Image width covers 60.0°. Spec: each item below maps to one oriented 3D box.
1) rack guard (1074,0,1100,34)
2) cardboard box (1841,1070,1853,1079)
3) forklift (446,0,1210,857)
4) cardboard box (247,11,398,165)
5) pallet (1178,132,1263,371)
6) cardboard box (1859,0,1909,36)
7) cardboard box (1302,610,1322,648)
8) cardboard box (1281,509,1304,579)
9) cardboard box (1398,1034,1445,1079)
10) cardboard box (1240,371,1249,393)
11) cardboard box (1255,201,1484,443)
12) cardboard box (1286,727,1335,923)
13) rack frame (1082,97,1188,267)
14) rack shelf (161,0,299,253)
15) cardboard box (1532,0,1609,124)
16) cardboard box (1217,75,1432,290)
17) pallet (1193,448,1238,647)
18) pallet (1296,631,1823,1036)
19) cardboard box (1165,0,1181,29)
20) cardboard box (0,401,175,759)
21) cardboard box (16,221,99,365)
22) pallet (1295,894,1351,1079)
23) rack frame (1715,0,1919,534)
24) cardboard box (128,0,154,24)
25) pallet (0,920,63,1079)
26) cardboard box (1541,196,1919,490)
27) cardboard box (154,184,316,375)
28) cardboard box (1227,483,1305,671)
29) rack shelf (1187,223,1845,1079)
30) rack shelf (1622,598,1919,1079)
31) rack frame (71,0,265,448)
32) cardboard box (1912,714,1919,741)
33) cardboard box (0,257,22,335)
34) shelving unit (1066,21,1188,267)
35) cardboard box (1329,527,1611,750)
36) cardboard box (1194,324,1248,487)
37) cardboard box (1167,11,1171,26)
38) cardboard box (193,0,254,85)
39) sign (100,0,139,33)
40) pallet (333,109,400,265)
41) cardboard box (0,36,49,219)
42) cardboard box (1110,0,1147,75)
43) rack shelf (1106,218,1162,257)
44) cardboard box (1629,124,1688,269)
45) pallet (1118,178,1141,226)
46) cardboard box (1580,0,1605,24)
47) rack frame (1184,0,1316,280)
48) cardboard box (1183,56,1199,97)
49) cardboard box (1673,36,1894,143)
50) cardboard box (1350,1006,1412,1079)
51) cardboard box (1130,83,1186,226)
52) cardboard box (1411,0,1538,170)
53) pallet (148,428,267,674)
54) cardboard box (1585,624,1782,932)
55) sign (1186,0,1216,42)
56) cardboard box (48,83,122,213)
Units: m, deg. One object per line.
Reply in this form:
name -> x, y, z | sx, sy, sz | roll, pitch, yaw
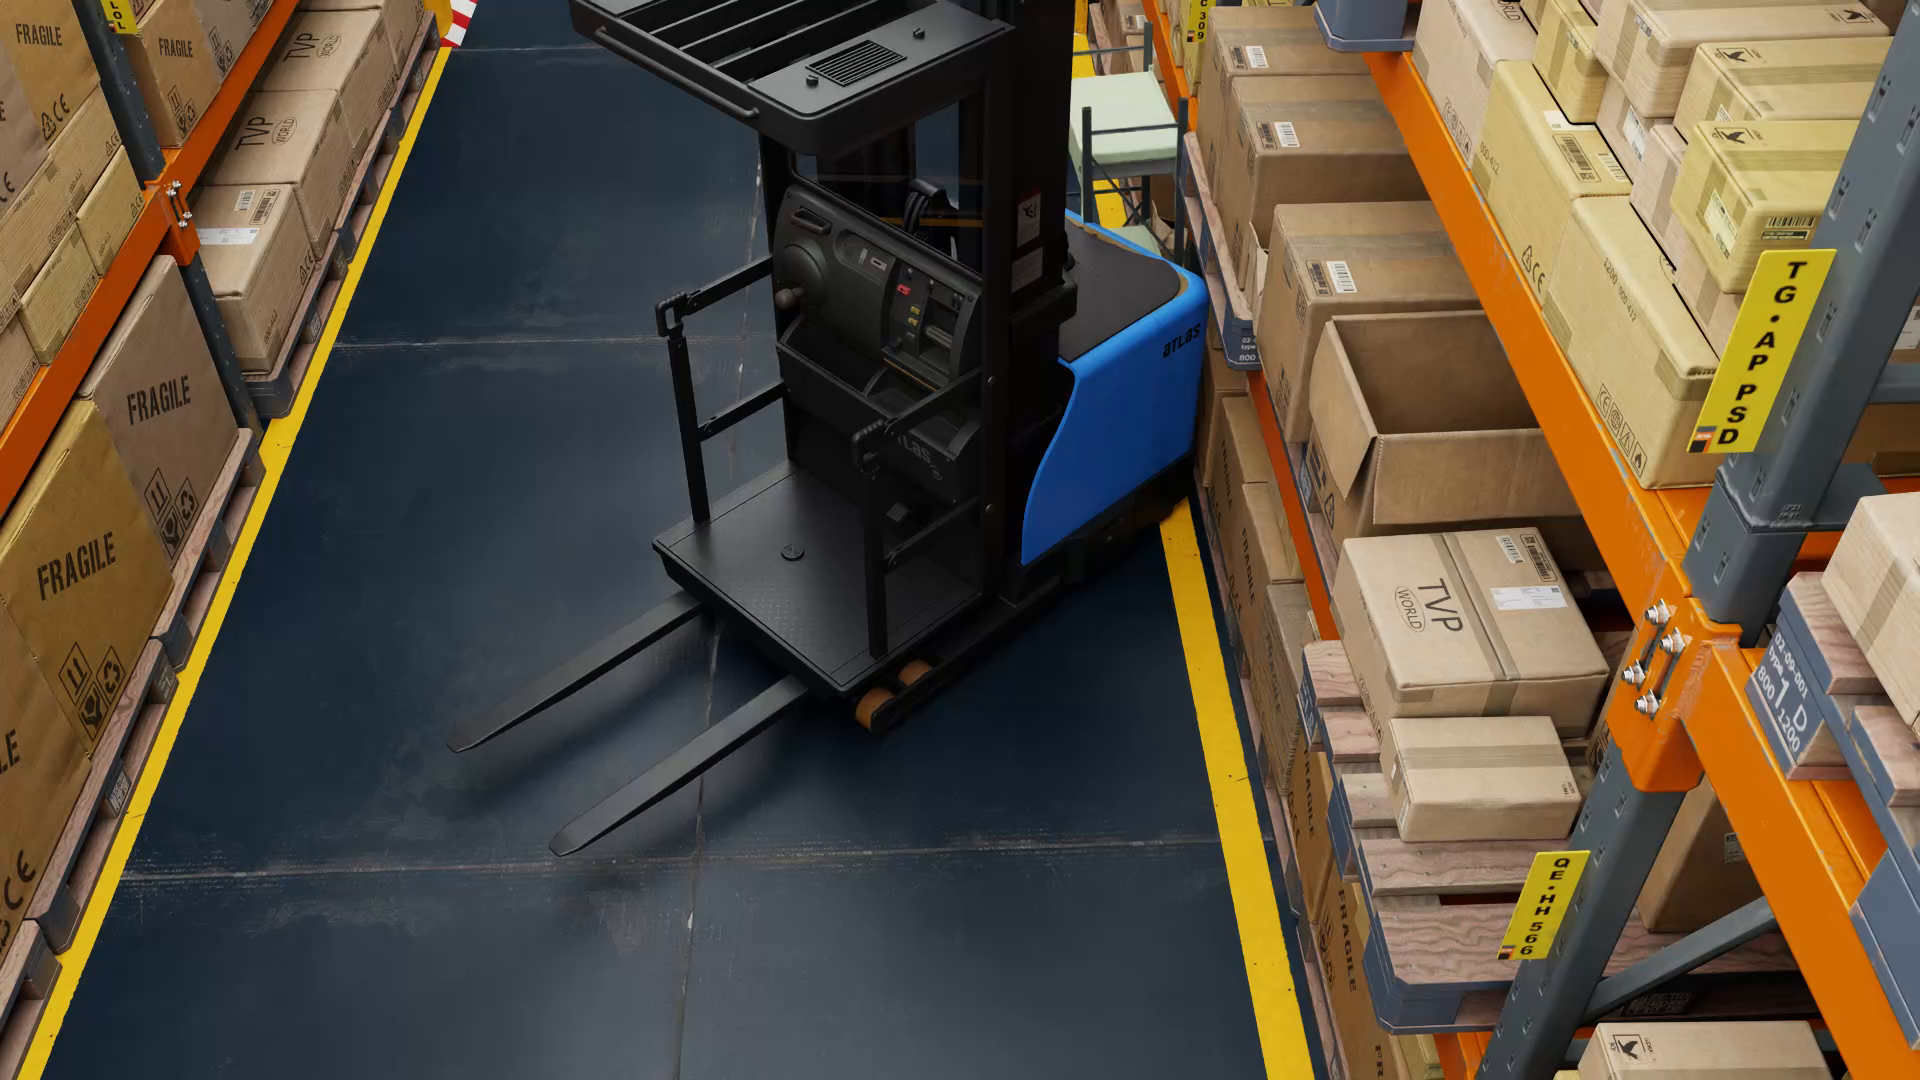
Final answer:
rack guard -> 1.261, -3.388, 10.076 | 1.175, 0.500, 0.348 | -2, 43, -2
cardboard box -> 1.894, 1.206, 2.955 | 0.500, 0.250, 0.500 | -1, 43, -1
forklift -> -0.443, -0.784, 5.436 | 3.031, 2.935, 1.130 | -34, 52, -31
cardboard box -> -3.527, -2.366, 8.697 | 0.875, 0.438, 0.875 | -1, 43, -1
pallet -> 1.352, -1.047, 5.815 | 1.003, 0.211, 1.213 | -2, 43, -2
cardboard box -> 1.805, -1.042, 3.043 | 0.380, 0.149, 0.250 | 0, 43, 0
cardboard box -> 1.295, 0.345, 5.212 | 0.380, 0.149, 0.250 | -4, 43, -4
cardboard box -> 1.295, -0.003, 5.593 | 0.380, 0.149, 0.250 | 0, 43, 0
cardboard box -> 1.323, 1.241, 4.235 | 0.380, 0.149, 0.250 | -4, 43, -4
cardboard box -> 1.266, -0.698, 6.351 | 0.380, 0.149, 0.250 | -3, 43, -3
cardboard box -> 1.280, -0.640, 4.843 | 0.700, 0.500, 0.500 | -2, 43, -2
cardboard box -> 1.329, 0.836, 5.157 | 0.500, 0.500, 0.500 | 0, 43, 0
rack frame -> 0.698, -1.060, 6.709 | 0.400, 1.500, 0.023 | -6, 40, -2
rack shelf -> -3.617, -2.600, 7.900 | 1.077, 0.370, 4.000 | -2, 43, -2
cardboard box -> 1.310, -0.910, 3.119 | 0.380, 0.149, 0.250 | -2, 43, -2
cardboard box -> 1.246, -1.170, 5.421 | 0.700, 0.500, 0.500 | -1, 43, -1
pallet -> 1.499, -0.084, 6.686 | 1.003, 0.211, 1.213 | -2, 43, -2
pallet -> 1.498, 0.655, 3.957 | 1.213, 0.211, 1.003 | -2, 43, -2
cardboard box -> 1.126, -2.389, 7.028 | 0.500, 0.250, 0.500 | -2, 43, -2
cardboard box -> -3.379, 0.139, 5.640 | 0.875, 0.875, 0.875 | -1, 43, -1
cardboard box -> -3.240, -0.821, 5.536 | 0.500, 0.250, 0.500 | -2, 43, -2
pallet -> 1.603, 1.563, 4.889 | 1.003, 0.211, 1.213 | -2, 43, -2
rack frame -> 1.597, -1.172, 1.368 | 1.000, 3.000, 0.127 | -2, 43, -2
cardboard box -> -3.310, -2.249, 6.170 | 0.500, 0.500, 0.500 | -1, 43, -2
pallet -> -3.320, 1.678, 4.763 | 1.003, 0.211, 1.213 | -2, 43, -2
cardboard box -> 1.333, -0.350, 2.803 | 0.500, 0.250, 0.500 | -3, 43, -3
cardboard box -> -3.451, -1.153, 7.373 | 0.875, 0.438, 0.875 | -2, 43, -2
cardboard box -> 1.272, 0.135, 5.921 | 0.500, 0.500, 0.500 | -3, 43, -3
rack shelf -> 1.512, -0.045, 5.112 | 1.077, 0.370, 4.000 | -2, 43, -2
rack shelf -> 1.682, 1.550, 1.152 | 1.077, 0.370, 4.000 | -2, 43, -2
rack frame -> -3.532, -1.515, 6.183 | 1.000, 3.000, 0.127 | -2, 43, -2
cardboard box -> 1.384, 0.202, 1.631 | 0.500, 0.500, 0.500 | -1, 43, -1
cardboard box -> -3.214, -0.667, 4.999 | 0.500, 0.250, 0.500 | -1, 43, -1
shelving unit -> 0.665, -1.290, 6.992 | 0.431, 1.500, 0.755 | -6, 40, -2
cardboard box -> 1.229, 0.237, 4.071 | 0.500, 0.250, 0.500 | -3, 43, -4
cardboard box -> 1.223, -0.561, 6.681 | 0.500, 0.500, 0.500 | 0, 43, 0
cardboard box -> 1.109, -2.304, 7.229 | 0.380, 0.149, 0.250 | -1, 43, -1
cardboard box -> -3.307, -2.216, 6.874 | 0.500, 0.500, 0.500 | -1, 43, -2
sign -> -2.990, -1.935, 5.843 | 0.100, 0.325, 0.005 | -2, 43, -2
pallet -> -3.541, -1.829, 8.589 | 1.003, 0.211, 1.213 | -2, 43, -2
cardboard box -> -3.233, -1.277, 5.110 | 0.500, 0.500, 0.500 | -1, 43, -1
cardboard box -> 1.186, -2.600, 8.906 | 0.700, 0.500, 0.500 | 0, 43, 0
rack shelf -> 0.683, -1.039, 7.199 | 0.431, 0.370, 0.720 | -6, 40, -2
cardboard box -> 1.350, -0.565, 2.743 | 0.380, 0.149, 0.250 | -3, 43, -3
pallet -> 1.344, -1.922, 8.690 | 1.003, 0.211, 1.213 | -2, 43, -2
cardboard box -> 1.351, -1.022, 3.021 | 0.380, 0.149, 0.250 | -2, 43, -2
rack frame -> 1.427, -1.660, 6.342 | 1.000, 3.000, 0.127 | -2, 43, -2
cardboard box -> 1.129, -1.951, 6.845 | 0.380, 0.149, 0.250 | -1, 43, -1
cardboard box -> 1.381, -0.671, 2.638 | 0.380, 0.149, 0.250 | -3, 43, -3
cardboard box -> 1.364, 1.527, 4.403 | 0.500, 0.500, 0.500 | -1, 43, -1
cardboard box -> 1.230, -1.900, 8.142 | 0.700, 0.500, 0.500 | -3, 43, -3
cardboard box -> 1.289, -1.027, 3.542 | 0.500, 0.250, 0.500 | -2, 43, -2
pallet -> -3.424, 0.031, 6.560 | 1.003, 0.211, 1.213 | -2, 43, -2
cardboard box -> 1.731, 0.496, 3.604 | 0.500, 0.500, 0.500 | 0, 43, 0
sign -> 0.885, -1.959, 6.026 | 0.100, 0.325, 0.005 | -2, 43, -2
cardboard box -> -3.270, -1.354, 5.748 | 0.500, 0.250, 0.500 | -2, 43, -2
